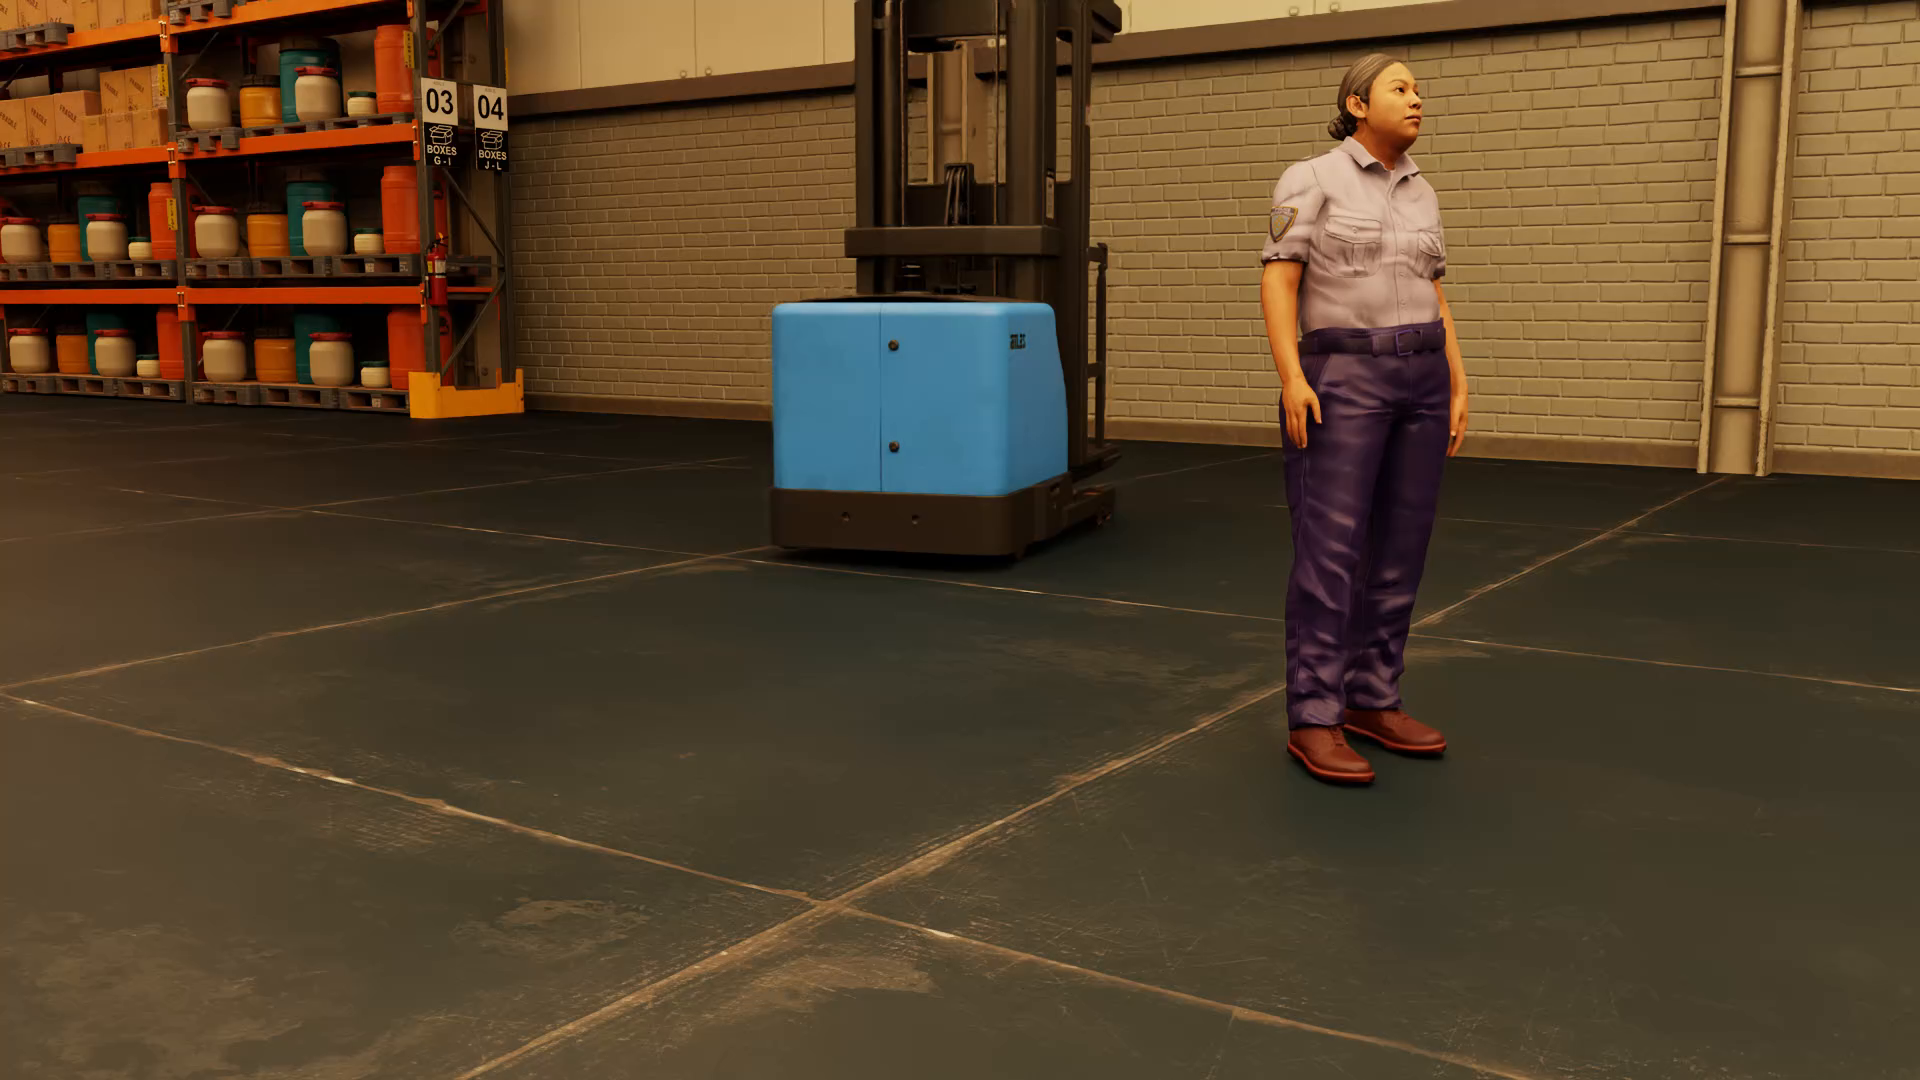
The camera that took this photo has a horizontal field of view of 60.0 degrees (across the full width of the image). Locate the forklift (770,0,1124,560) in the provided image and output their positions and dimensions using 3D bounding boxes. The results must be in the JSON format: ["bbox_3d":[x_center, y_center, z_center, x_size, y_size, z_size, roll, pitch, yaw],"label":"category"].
[{"bbox_3d":[0.142,-1.537,8.002,1.130,2.935,3.031,3,8,18],"label":"forklift"}]

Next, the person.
[{"bbox_3d":[1.003,-0.314,3.911,0.598,1.651,0.502,-4,9,-27],"label":"person"}]
